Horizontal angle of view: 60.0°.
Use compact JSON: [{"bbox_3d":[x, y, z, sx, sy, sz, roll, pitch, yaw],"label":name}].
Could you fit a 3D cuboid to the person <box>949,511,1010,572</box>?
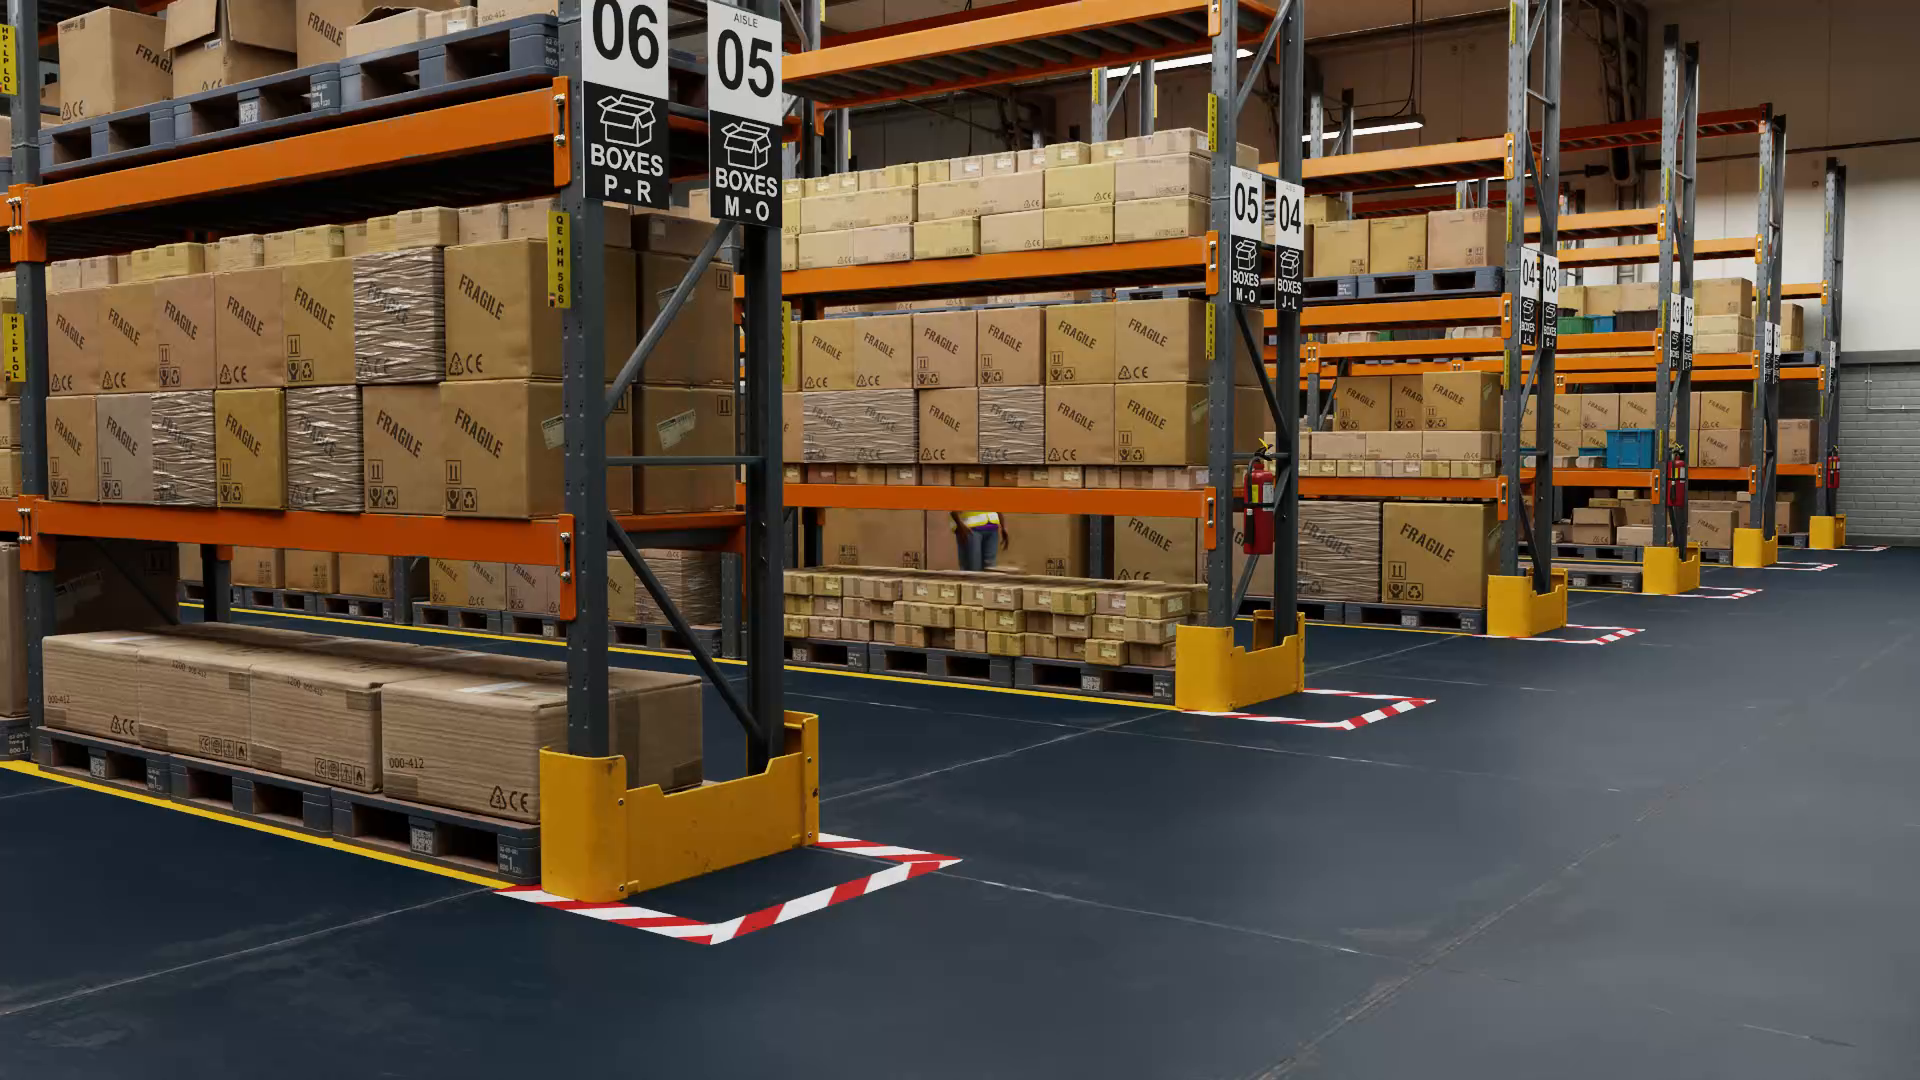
[{"bbox_3d":[0.177,-0.071,13.328,0.575,1.768,0.625,3,4,43],"label":"person"}]
